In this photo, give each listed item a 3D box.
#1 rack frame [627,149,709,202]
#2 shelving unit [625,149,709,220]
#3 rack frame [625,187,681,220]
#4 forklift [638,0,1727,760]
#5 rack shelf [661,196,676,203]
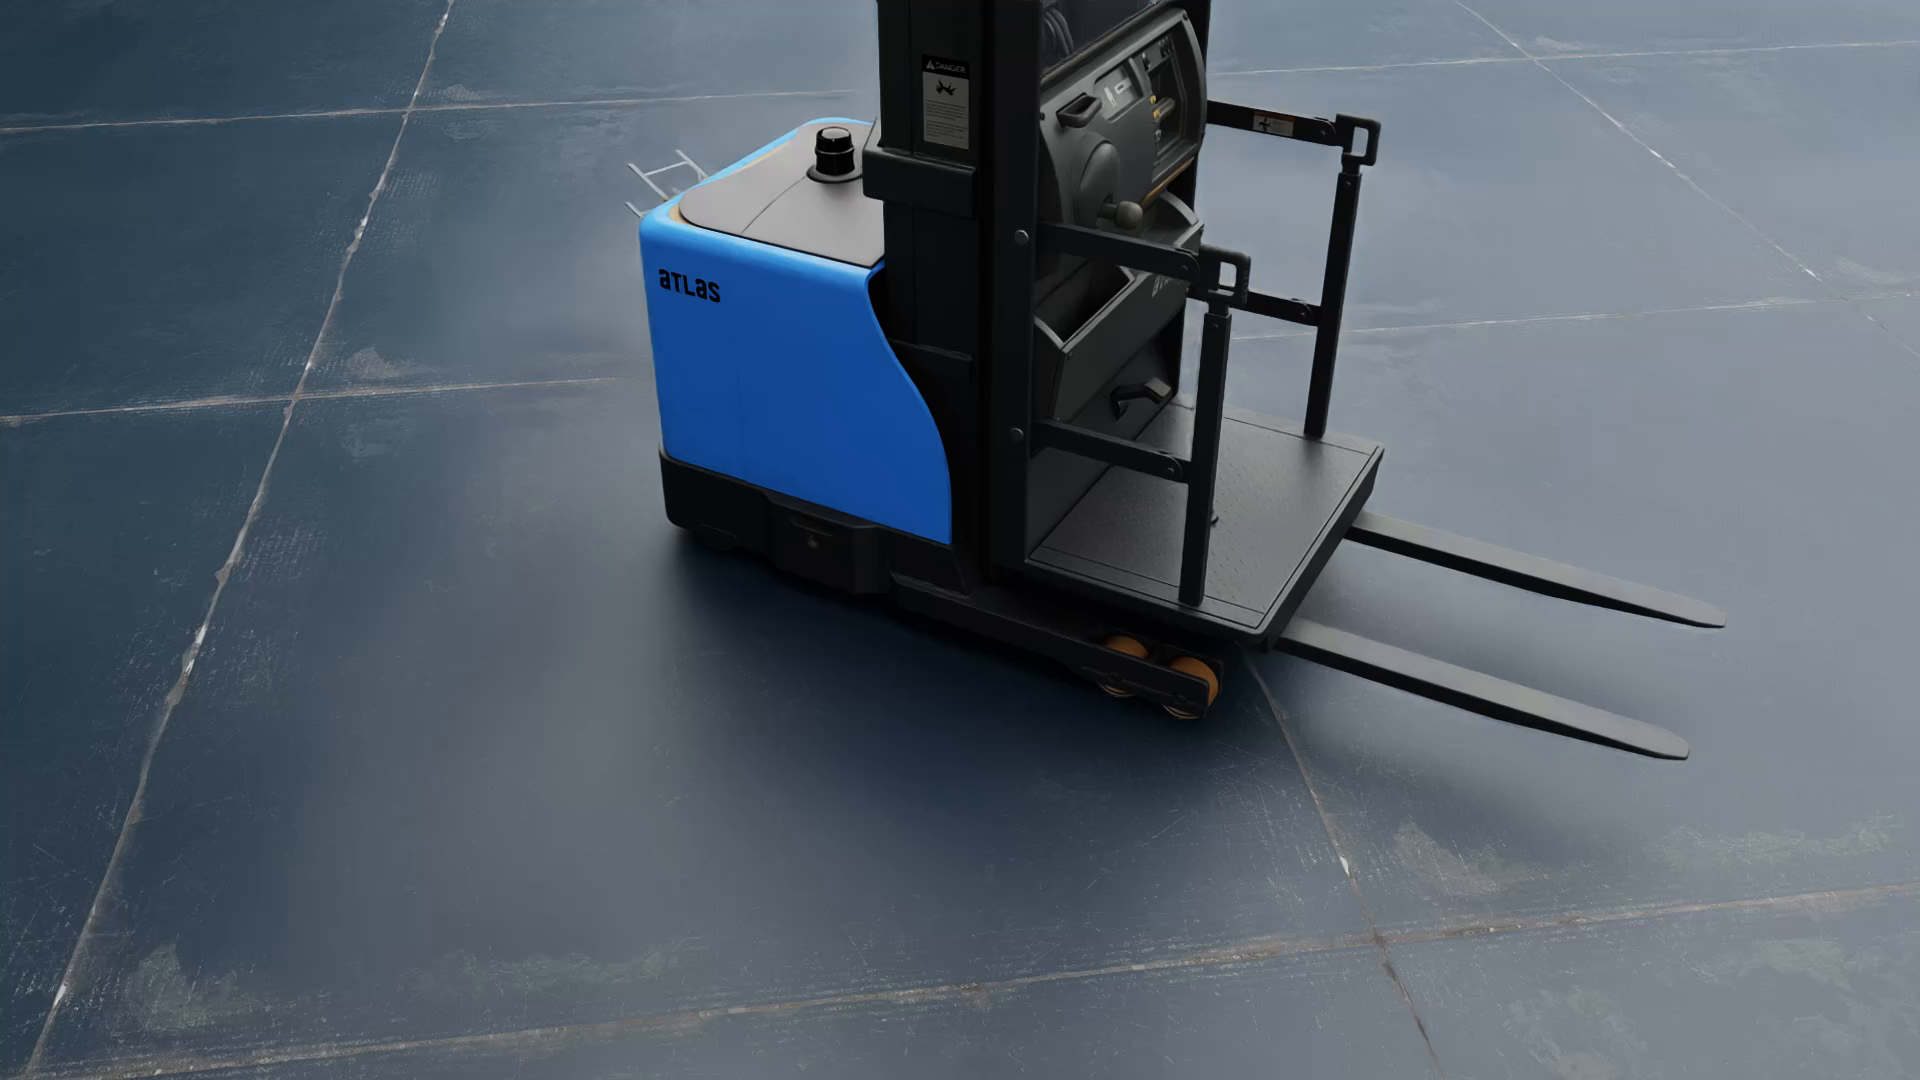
[{"bbox_3d":[-0.813,-1.126,6.279,0.240,0.006,1.200,-28,59,-34],"label":"rack frame"},{"bbox_3d":[-0.831,-1.064,6.344,0.258,0.189,1.200,-28,59,-34],"label":"shelving unit"},{"bbox_3d":[-0.848,-1.002,6.409,0.240,0.006,1.200,-28,59,-34],"label":"rack frame"},{"bbox_3d":[0.613,-1.067,4.213,3.031,2.935,1.130,17,38,24],"label":"forklift"},{"bbox_3d":[-1.037,-1.263,6.477,0.258,0.180,0.103,-28,59,-34],"label":"rack shelf"}]
